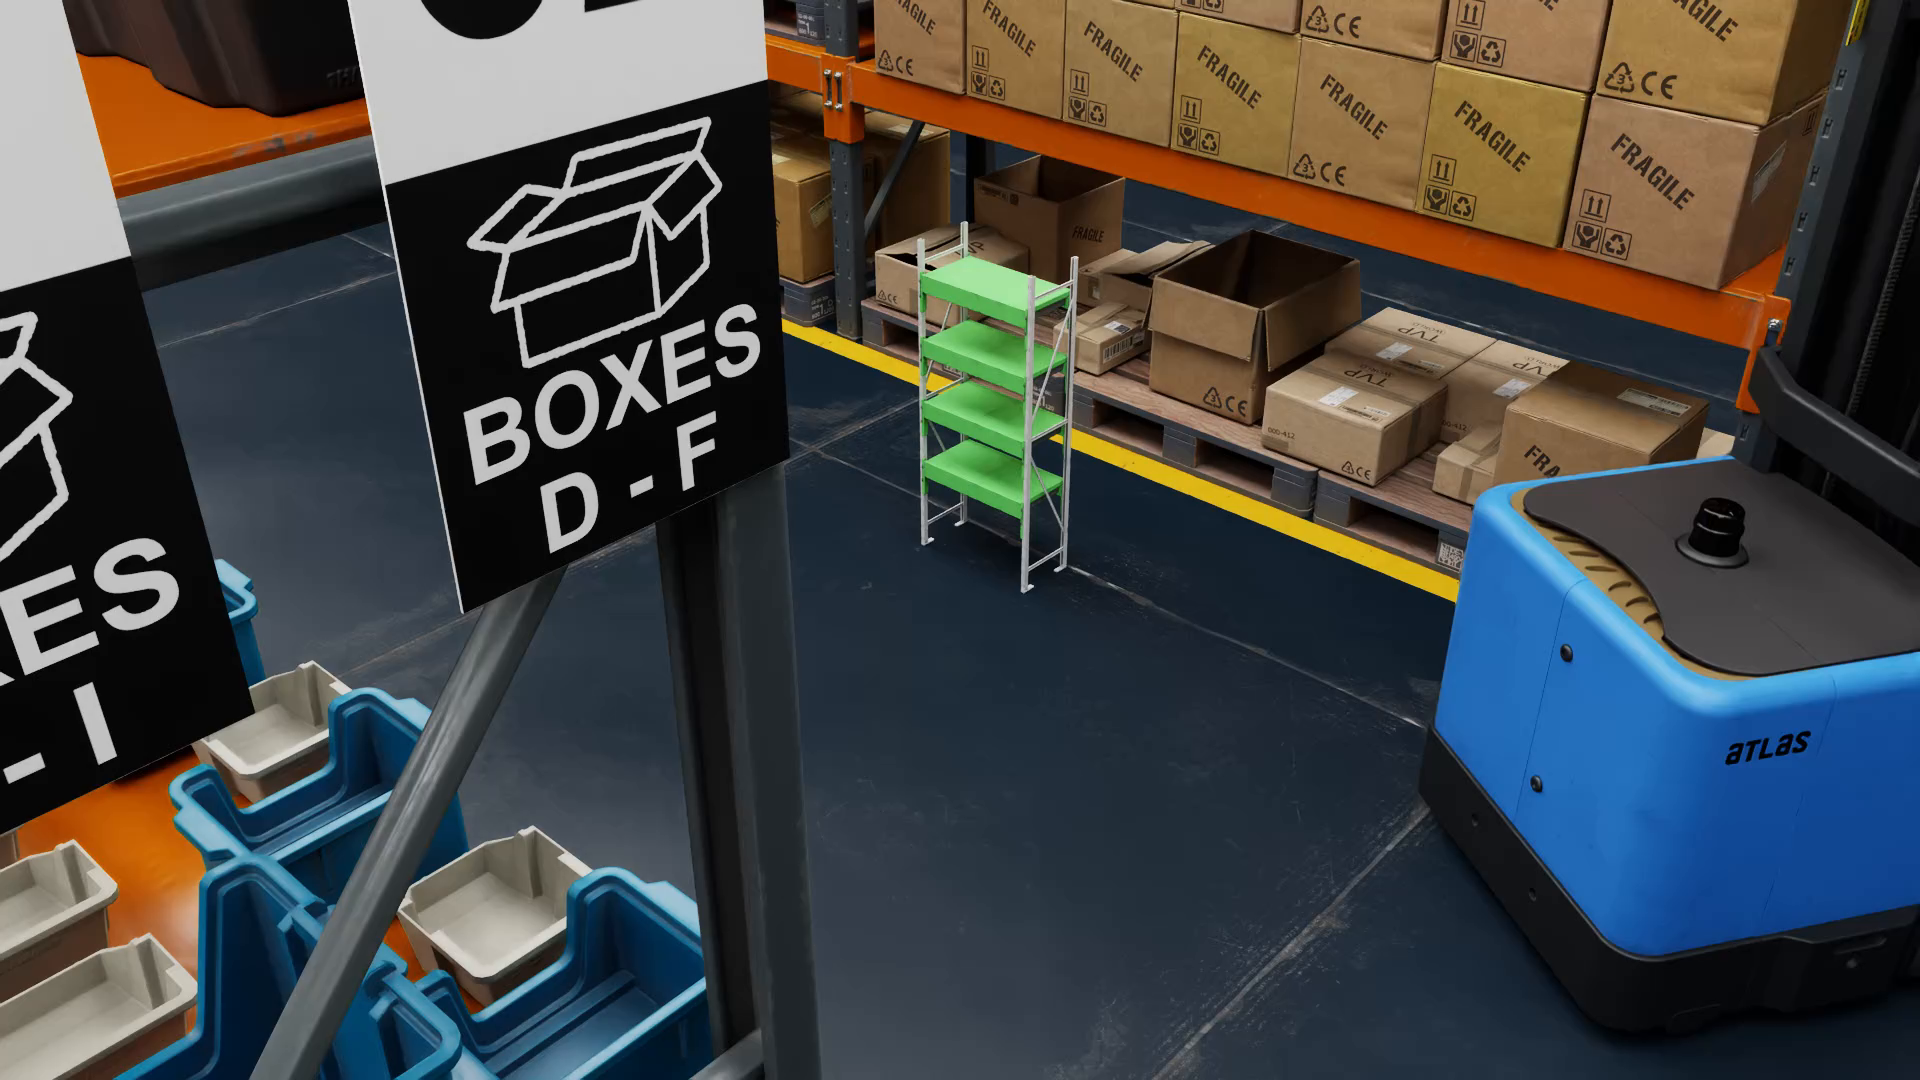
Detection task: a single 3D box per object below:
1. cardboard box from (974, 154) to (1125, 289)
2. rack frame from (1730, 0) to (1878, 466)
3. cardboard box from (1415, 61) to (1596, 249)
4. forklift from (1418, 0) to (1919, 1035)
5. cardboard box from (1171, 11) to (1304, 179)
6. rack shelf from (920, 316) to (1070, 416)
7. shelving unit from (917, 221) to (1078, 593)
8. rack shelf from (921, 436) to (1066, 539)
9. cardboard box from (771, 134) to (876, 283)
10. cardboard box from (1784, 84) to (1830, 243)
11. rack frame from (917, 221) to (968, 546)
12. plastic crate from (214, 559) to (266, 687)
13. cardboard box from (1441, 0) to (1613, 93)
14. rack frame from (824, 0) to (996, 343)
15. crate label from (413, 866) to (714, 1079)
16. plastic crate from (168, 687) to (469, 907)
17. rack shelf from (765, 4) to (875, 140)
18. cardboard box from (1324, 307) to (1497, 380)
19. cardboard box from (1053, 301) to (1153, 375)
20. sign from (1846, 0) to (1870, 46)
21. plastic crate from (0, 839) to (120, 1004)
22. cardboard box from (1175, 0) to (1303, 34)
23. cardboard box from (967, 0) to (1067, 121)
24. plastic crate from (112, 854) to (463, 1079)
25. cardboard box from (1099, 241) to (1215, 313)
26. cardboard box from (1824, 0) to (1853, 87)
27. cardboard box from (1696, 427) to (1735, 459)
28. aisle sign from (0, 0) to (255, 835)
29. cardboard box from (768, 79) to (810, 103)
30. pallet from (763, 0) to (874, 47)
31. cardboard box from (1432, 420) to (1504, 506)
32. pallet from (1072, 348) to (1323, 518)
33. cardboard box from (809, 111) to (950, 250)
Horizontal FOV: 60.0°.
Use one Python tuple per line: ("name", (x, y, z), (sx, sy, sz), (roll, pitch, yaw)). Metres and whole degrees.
("cardboard box", (0.411, -1.451, 7.749), (0.500, 0.500, 0.500), (25, 39, 35))
("rack frame", (2.764, -1.038, 5.066), (0.127, 3.000, 1.000), (25, 39, 35))
("cardboard box", (1.863, -1.310, 5.421), (0.500, 0.500, 0.500), (25, 39, 35))
("forklift", (2.920, -0.423, 4.111), (3.031, 2.935, 1.130), (-7, 32, -12))
("cardboard box", (1.123, -1.659, 6.001), (0.500, 0.500, 0.500), (24, 39, 34))
("rack shelf", (0.123, -0.608, 5.755), (0.480, 0.148, 0.258), (25, 39, 35))
("shelving unit", (0.123, -0.457, 5.845), (0.503, 1.200, 0.258), (25, 39, 35))
("rack shelf", (0.123, -0.196, 6.002), (0.480, 0.148, 0.258), (25, 39, 35))
("cardboard box", (-0.760, -1.601, 7.998), (0.500, 0.500, 0.500), (25, 39, 35))
("cardboard box", (2.612, -1.335, 5.463), (0.500, 0.500, 0.500), (26, 40, 36))
("rack frame", (-0.058, -0.541, 5.986), (0.015, 1.200, 0.240), (25, 39, 35))
("plastic crate", (-1.501, 0.234, 3.057), (0.300, 0.233, 0.416), (25, 39, 35))
("cardboard box", (1.875, -1.733, 5.153), (0.500, 0.500, 0.500), (26, 40, 36))
("rack frame", (-0.202, -2.422, 7.365), (0.127, 3.000, 1.000), (25, 39, 35))
("crate label", (-0.525, 0.690, 2.300), (0.303, 0.233, 0.416), (25, 39, 35))
("plastic crate", (-1.013, 0.462, 2.679), (0.300, 0.233, 0.416), (25, 39, 35))
("rack shelf", (-1.684, -2.806, 8.701), (4.000, 0.370, 1.077), (25, 39, 35))
("cardboard box", (1.810, -0.691, 6.729), (0.500, 0.250, 0.500), (25, 39, 35))
("cardboard box", (0.613, -0.873, 7.113), (0.250, 0.166, 0.380), (25, 39, 35))
("sign", (2.377, -1.464, 4.345), (0.005, 0.325, 0.100), (25, 39, 35))
("plastic crate", (-1.494, 0.623, 2.504), (0.243, 0.136, 0.396), (25, 39, 35))
("cardboard box", (1.106, -2.088, 5.744), (0.500, 0.500, 0.500), (26, 40, 36))
("cardboard box", (0.375, -2.009, 6.581), (0.500, 0.500, 0.500), (26, 40, 36))
("plastic crate", (-0.936, 0.770, 1.971), (0.499, 0.435, 0.616), (25, 39, 35))
("cardboard box", (0.967, -1.111, 7.367), (0.500, 0.311, 0.500), (25, 39, 35))
("cardboard box", (2.612, -1.764, 5.205), (0.500, 0.500, 0.500), (26, 40, 36))
("cardboard box", (2.684, -0.281, 6.147), (0.250, 0.149, 0.380), (25, 39, 35))
("aisle sign", (-0.706, -0.122, 1.024), (0.004, 0.787, 0.394), (25, 39, 35))
("cardboard box", (-1.138, -2.468, 8.711), (0.500, 0.250, 0.500), (25, 39, 35))
("pallet", (-0.721, -2.658, 7.944), (1.213, 0.211, 1.003), (25, 39, 35))
("cardboard box", (1.956, -0.281, 6.129), (0.250, 0.166, 0.380), (25, 39, 35))
("pallet", (1.216, -0.567, 6.988), (1.213, 0.211, 1.003), (25, 39, 35))
("cardboard box", (-0.397, -1.800, 8.329), (0.500, 0.500, 0.500), (23, 38, 33))
